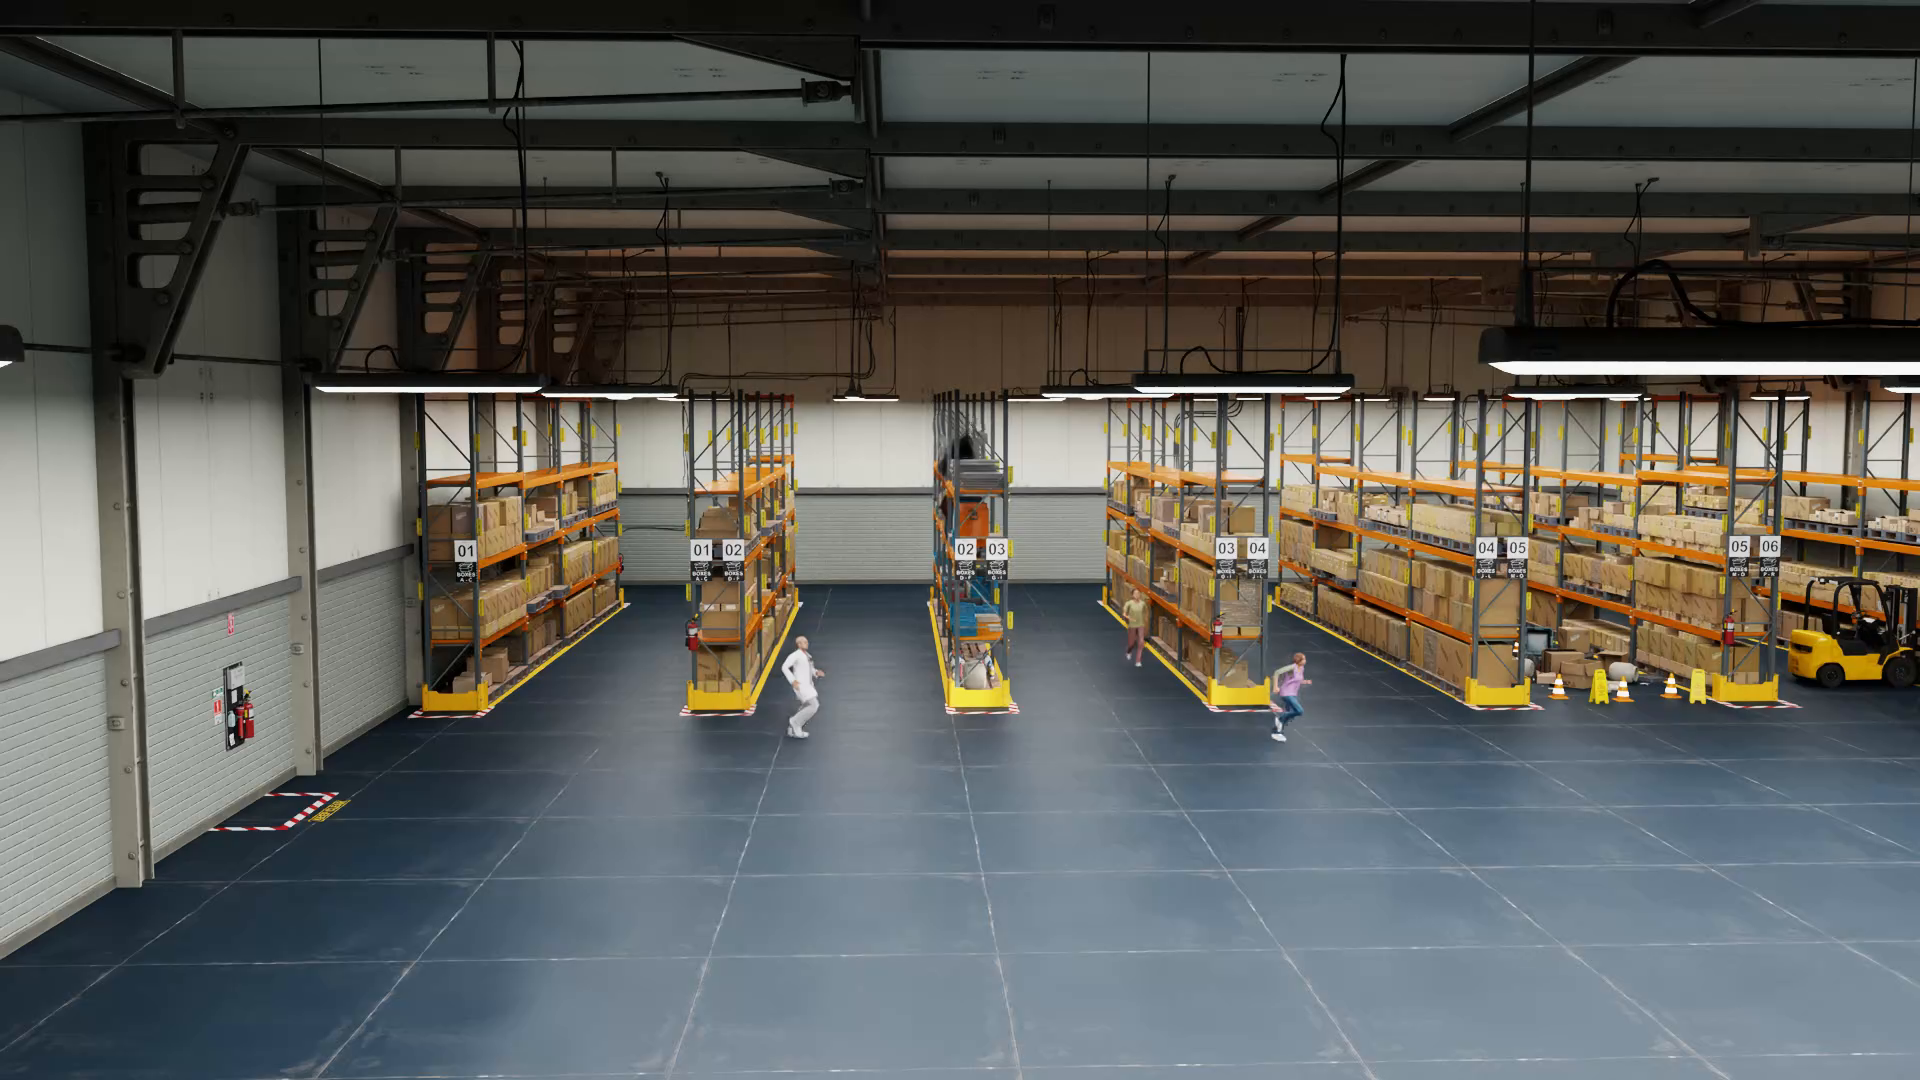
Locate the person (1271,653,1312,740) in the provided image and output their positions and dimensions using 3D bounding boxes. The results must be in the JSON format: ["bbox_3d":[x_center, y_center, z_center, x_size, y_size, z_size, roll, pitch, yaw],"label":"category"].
[{"bbox_3d":[5.624,2.661,28.240,0.715,1.525,0.484,3,6,33],"label":"person"}]

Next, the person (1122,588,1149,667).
[{"bbox_3d":[3.715,1.828,35.048,0.588,1.628,0.758,-1,5,-7],"label":"person"}]

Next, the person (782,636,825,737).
[{"bbox_3d":[-2.649,2.520,28.487,0.678,1.741,0.692,1,5,15],"label":"person"}]
